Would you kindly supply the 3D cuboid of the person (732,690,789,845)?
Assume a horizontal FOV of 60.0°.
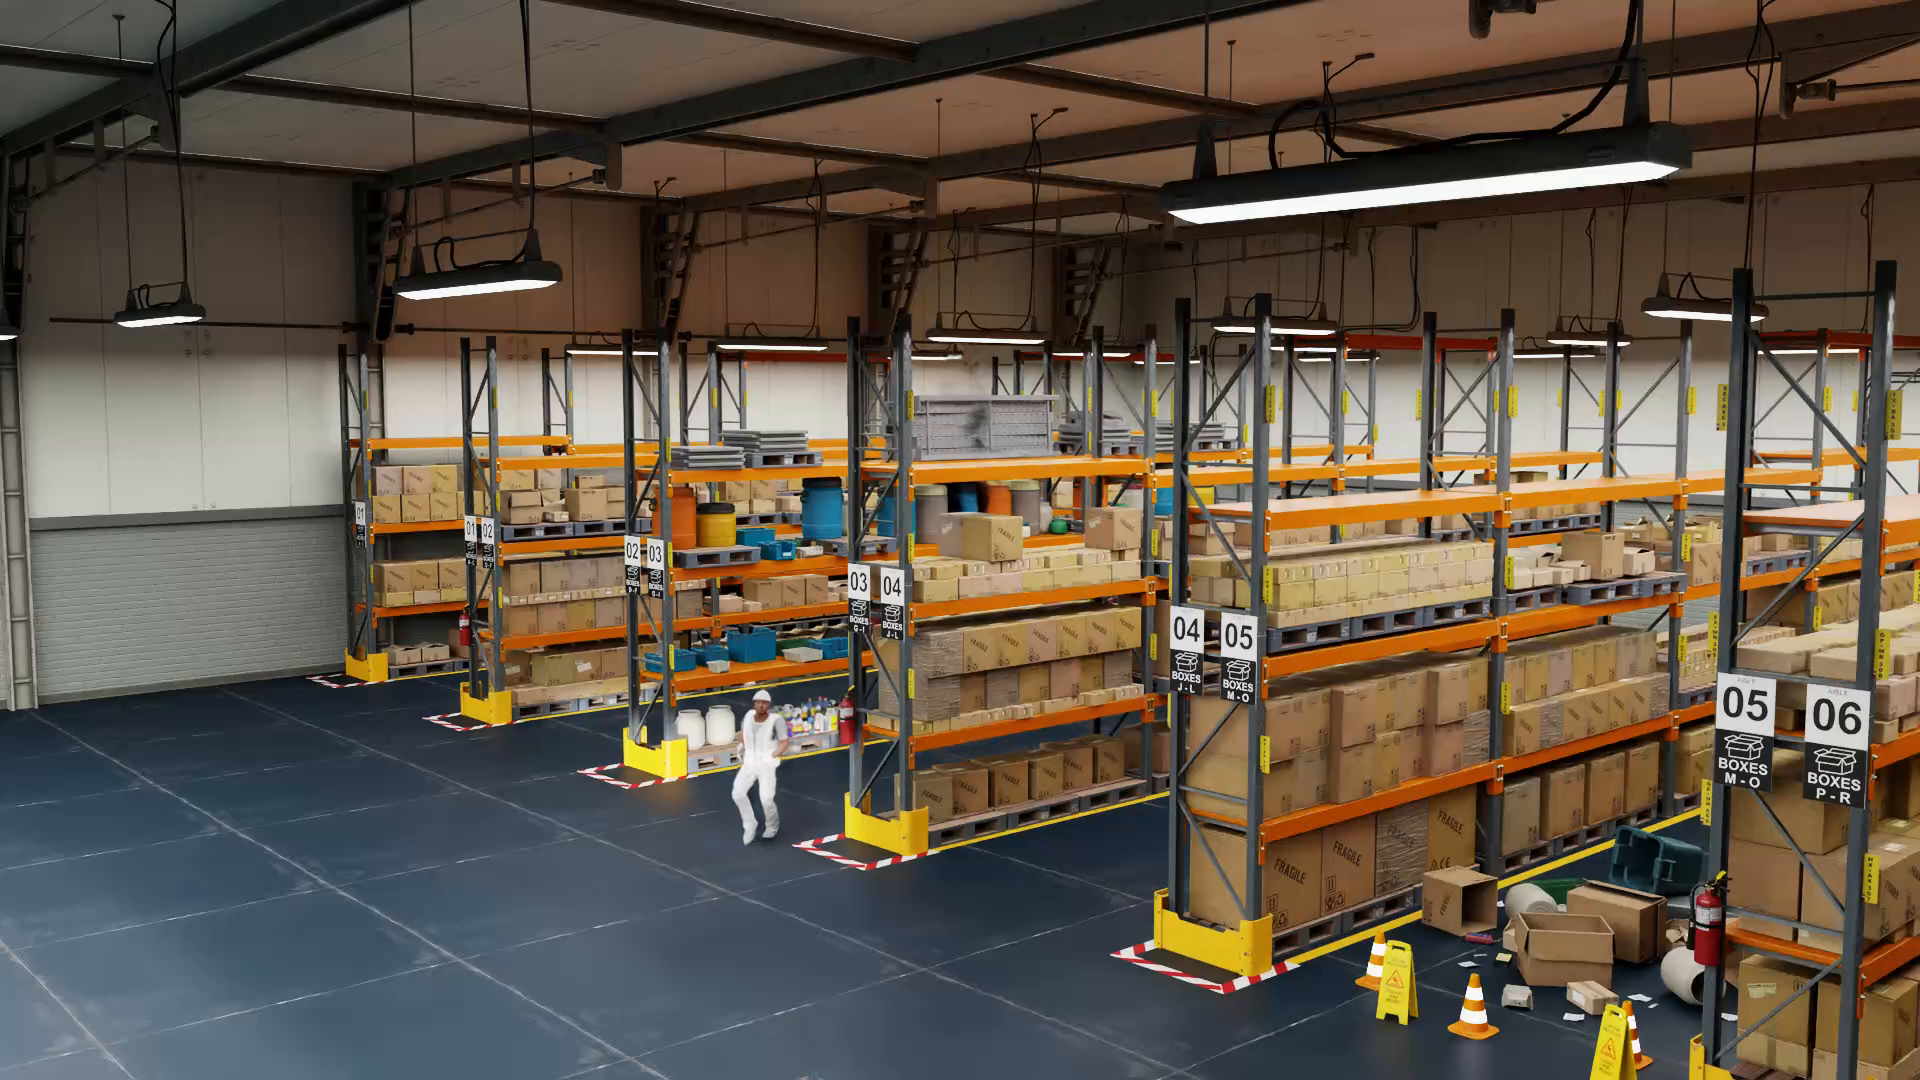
[{"bbox_3d":[-2.288,2.589,19.002,0.700,1.773,0.639,2,6,22],"label":"person"}]
